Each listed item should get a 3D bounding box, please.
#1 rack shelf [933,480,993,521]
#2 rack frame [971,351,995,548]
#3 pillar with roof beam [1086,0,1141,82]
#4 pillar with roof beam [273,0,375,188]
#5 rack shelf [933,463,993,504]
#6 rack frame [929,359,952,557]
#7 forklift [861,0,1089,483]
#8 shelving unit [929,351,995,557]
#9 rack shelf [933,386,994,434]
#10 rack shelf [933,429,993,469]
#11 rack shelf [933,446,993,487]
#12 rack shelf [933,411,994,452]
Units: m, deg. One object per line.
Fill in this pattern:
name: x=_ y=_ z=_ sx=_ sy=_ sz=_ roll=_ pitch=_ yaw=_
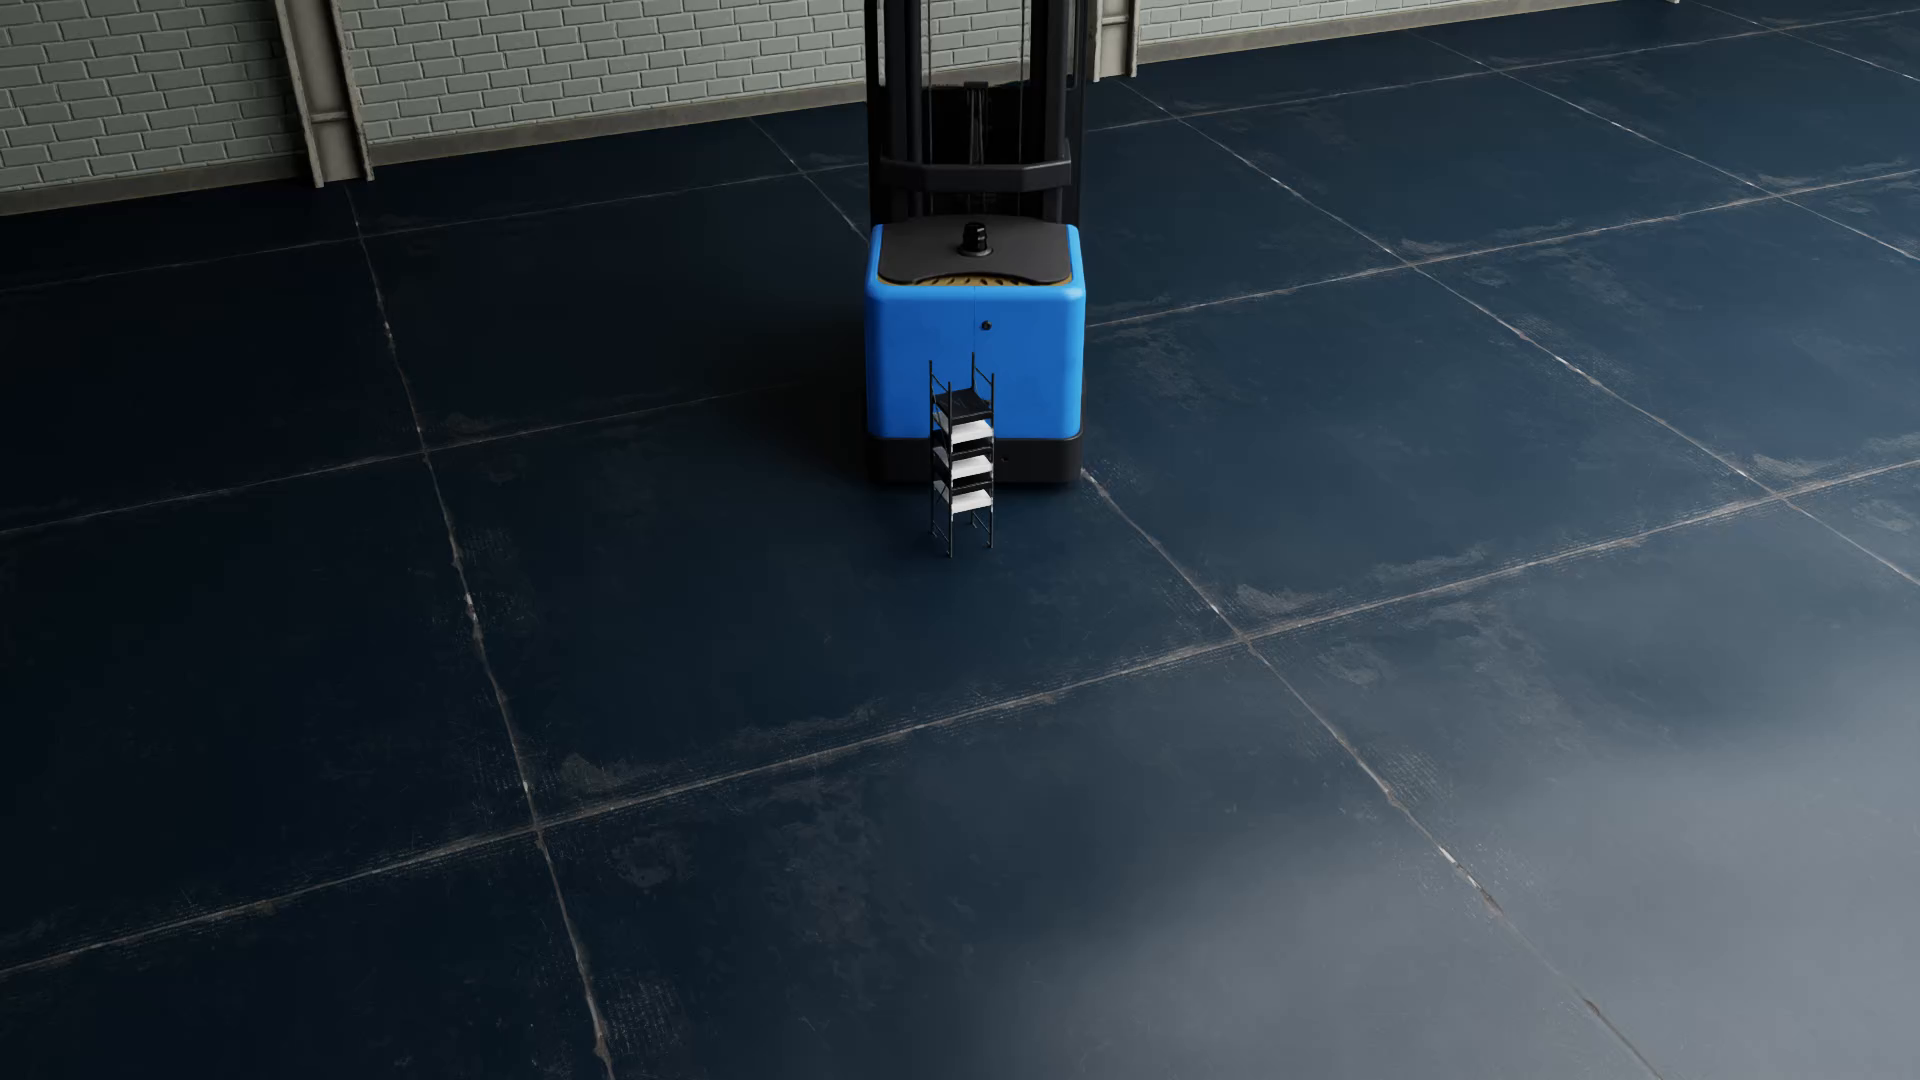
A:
rack shelf: x=0.007 y=-0.200 z=7.624 sx=0.200 sy=0.077 sz=0.258 roll=-13 pitch=35 yaw=-19
rack frame: x=0.101 y=-0.400 z=7.540 sx=0.006 sy=0.900 sz=0.240 roll=-13 pitch=35 yaw=-19
pillar with roof beam: x=2.867 y=-5.426 z=7.838 sx=0.400 sy=9.000 sz=9.100 roll=-13 pitch=35 yaw=-19
pillar with roof beam: x=-2.665 y=-4.159 z=5.891 sx=0.400 sy=9.000 sz=9.100 roll=-13 pitch=35 yaw=-19
rack shelf: x=0.007 y=-0.276 z=7.574 sx=0.200 sy=0.077 sz=0.258 roll=-13 pitch=35 yaw=-19
rack frame: x=-0.086 y=-0.357 z=7.474 sx=0.006 sy=0.900 sz=0.240 roll=-13 pitch=35 yaw=-19
forklift: x=0.081 y=-2.272 z=8.554 sx=1.130 sy=2.935 sz=3.031 roll=0 pitch=33 yaw=0
shelving unit: x=0.008 y=-0.379 z=7.507 sx=0.210 sy=0.900 sz=0.258 roll=-13 pitch=35 yaw=-19
rack shelf: x=0.008 y=-0.577 z=7.378 sx=0.200 sy=0.077 sz=0.258 roll=-13 pitch=35 yaw=-19
rack shelf: x=0.008 y=-0.426 z=7.476 sx=0.200 sy=0.077 sz=0.258 roll=-13 pitch=35 yaw=-19
rack shelf: x=0.008 y=-0.351 z=7.525 sx=0.200 sy=0.077 sz=0.258 roll=-13 pitch=35 yaw=-19
rack shelf: x=0.008 y=-0.502 z=7.427 sx=0.200 sy=0.077 sz=0.258 roll=-13 pitch=35 yaw=-19
